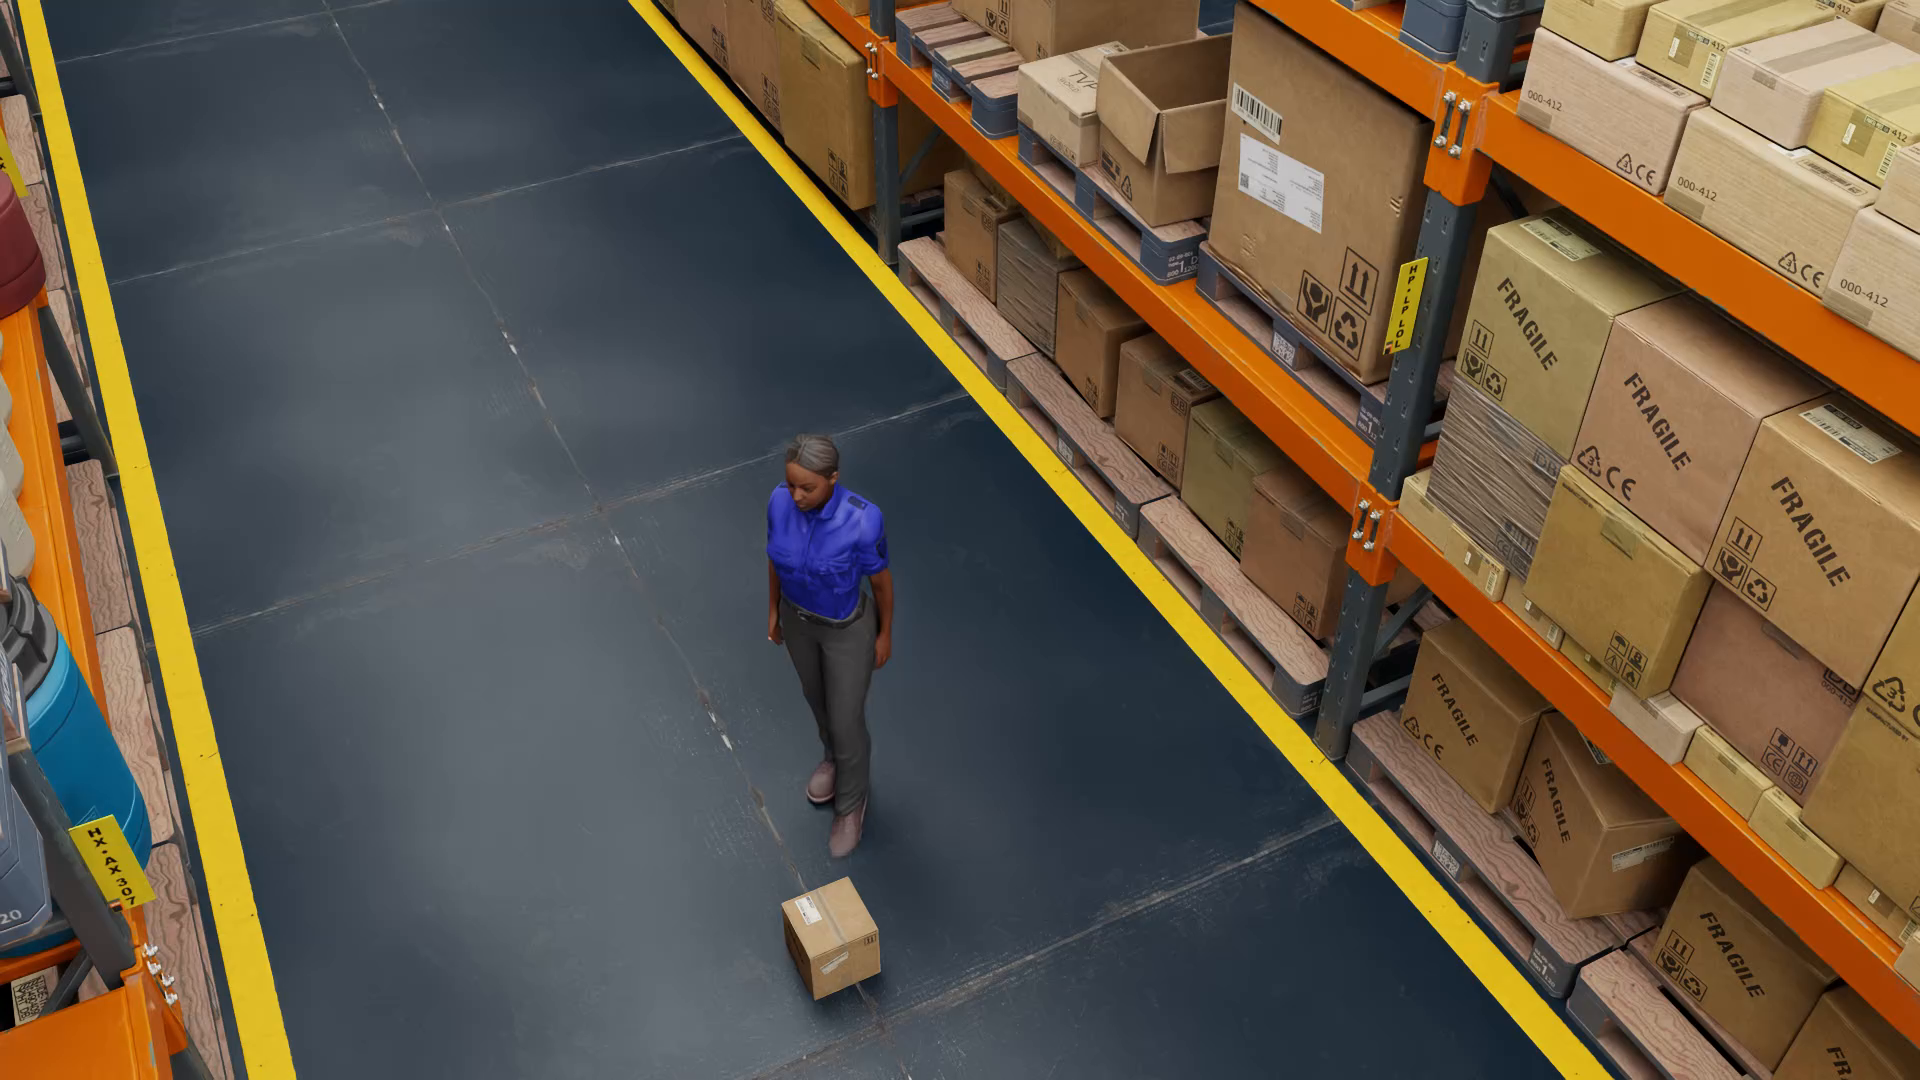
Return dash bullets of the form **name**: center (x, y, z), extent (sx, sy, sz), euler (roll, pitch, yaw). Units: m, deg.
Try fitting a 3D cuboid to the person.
- **person**: center (-0.505, 0.360, 5.772), extent (0.464, 1.711, 0.469), euler (20, 45, 22)
